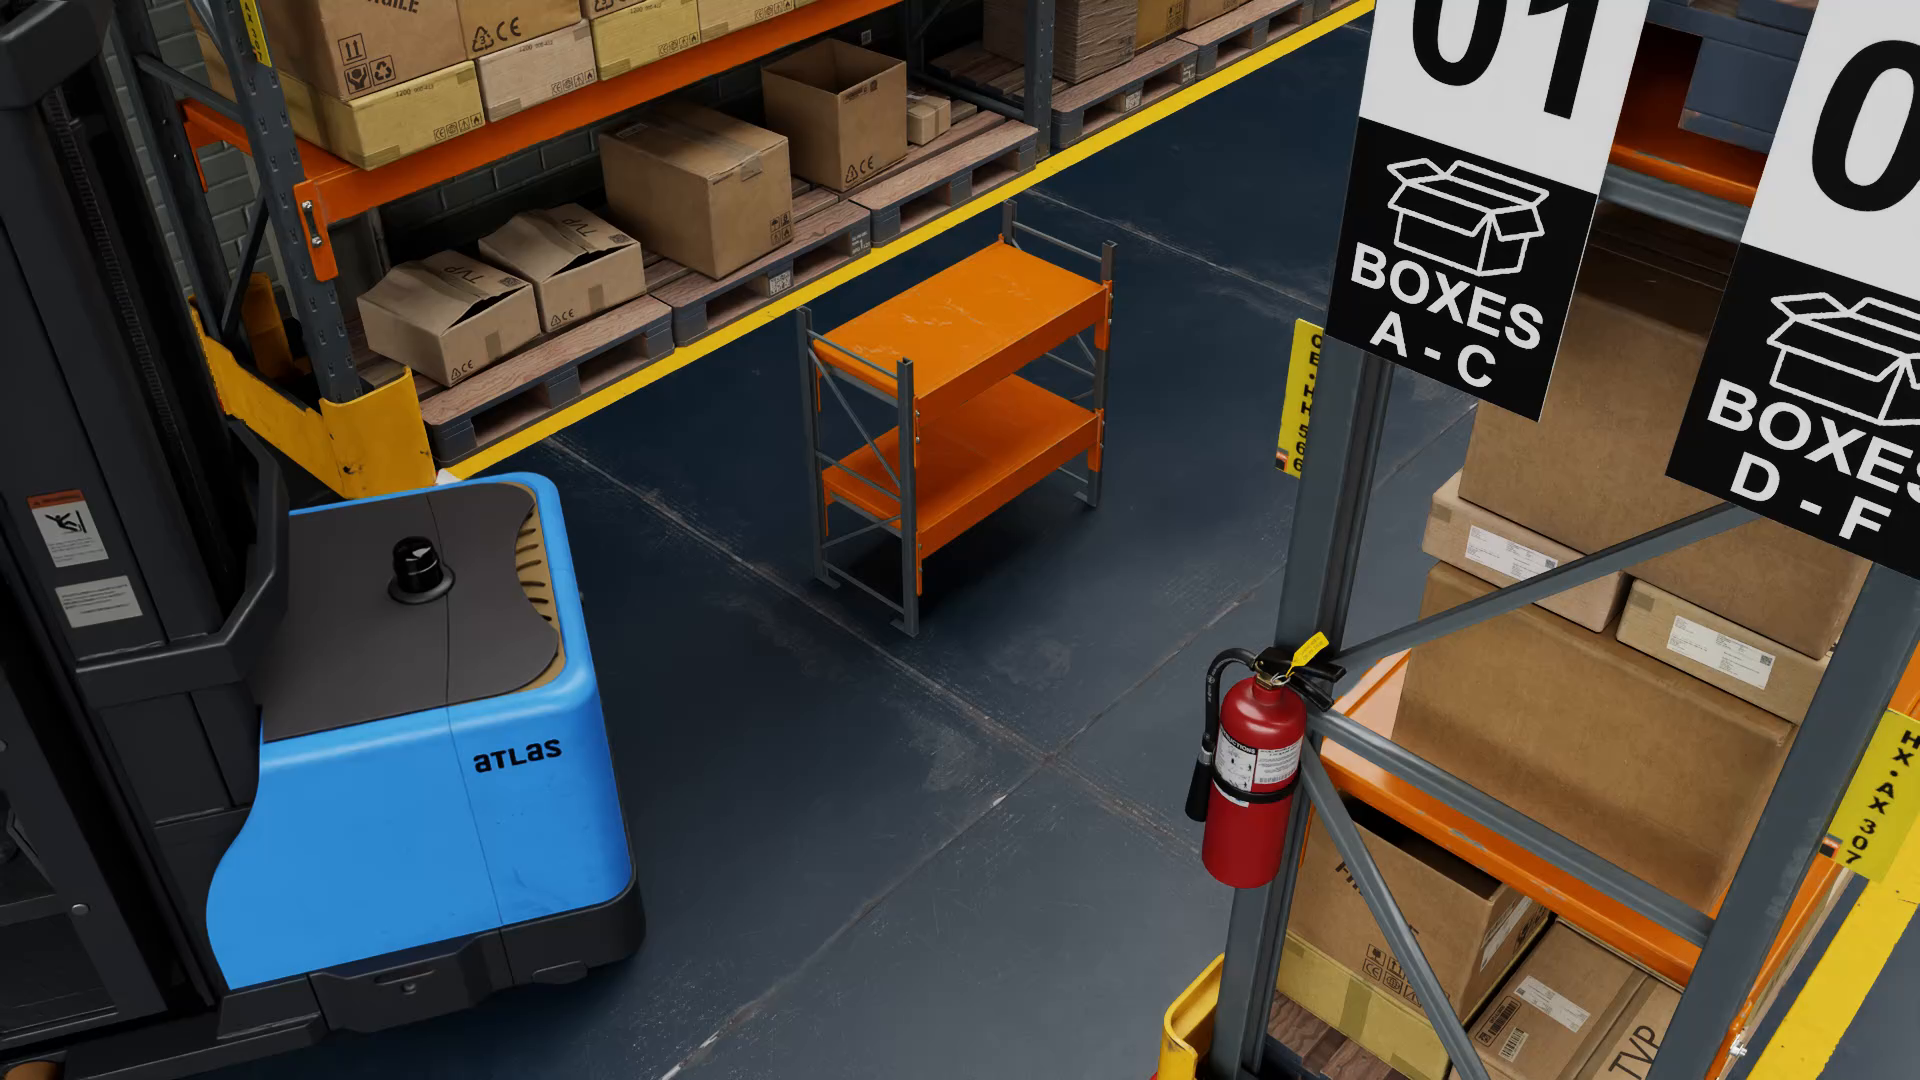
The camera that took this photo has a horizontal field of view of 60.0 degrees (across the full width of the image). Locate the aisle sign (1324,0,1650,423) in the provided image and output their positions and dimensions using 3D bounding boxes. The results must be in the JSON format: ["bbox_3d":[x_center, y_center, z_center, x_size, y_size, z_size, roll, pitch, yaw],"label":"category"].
[{"bbox_3d":[0.765,-0.576,2.476,0.394,0.787,0.004,30,47,32],"label":"aisle sign"}]

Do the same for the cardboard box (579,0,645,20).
[{"bbox_3d":[-1.395,-2.337,6.281,0.500,0.500,0.500,28,46,31],"label":"cardboard box"}]

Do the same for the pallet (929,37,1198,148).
[{"bbox_3d":[0.590,-2.648,9.411,1.003,0.211,1.213,30,47,32],"label":"pallet"}]

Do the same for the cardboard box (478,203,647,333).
[{"bbox_3d":[-1.715,-1.205,7.163,0.500,0.311,0.500,-30,47,-32],"label":"cardboard box"}]

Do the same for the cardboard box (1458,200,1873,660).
[{"bbox_3d":[1.387,-0.246,3.026,0.700,0.500,0.500,30,47,32],"label":"cardboard box"}]

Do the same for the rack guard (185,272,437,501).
[{"bbox_3d":[-2.581,-0.600,6.603,1.175,0.500,0.348,30,47,32],"label":"rack guard"}]

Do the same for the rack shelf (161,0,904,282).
[{"bbox_3d":[-1.283,-2.181,7.161,1.077,0.370,4.000,30,47,32],"label":"rack shelf"}]

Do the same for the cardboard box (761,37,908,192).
[{"bbox_3d":[-0.605,-2.081,8.112,0.500,0.500,0.500,26,45,29],"label":"cardboard box"}]

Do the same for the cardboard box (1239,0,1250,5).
[{"bbox_3d":[1.570,-3.632,10.063,0.700,0.500,0.500,29,47,32],"label":"cardboard box"}]

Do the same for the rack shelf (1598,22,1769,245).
[{"bbox_3d":[2.376,-1.277,3.613,1.077,0.370,4.000,30,47,32],"label":"rack shelf"}]

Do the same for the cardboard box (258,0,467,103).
[{"bbox_3d":[-2.089,-1.879,5.705,0.500,0.500,0.500,30,47,32],"label":"cardboard box"}]

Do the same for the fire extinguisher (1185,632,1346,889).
[{"bbox_3d":[0.604,0.424,3.369,0.296,0.674,0.183,30,47,32],"label":"fire extinguisher"}]

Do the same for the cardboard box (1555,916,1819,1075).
[{"bbox_3d":[1.887,1.062,4.376,0.500,0.250,0.500,30,47,32],"label":"cardboard box"}]

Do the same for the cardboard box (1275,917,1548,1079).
[{"bbox_3d":[1.170,1.076,4.358,0.500,0.250,0.500,30,47,32],"label":"cardboard box"}]

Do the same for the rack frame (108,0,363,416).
[{"bbox_3d":[-2.633,-1.544,5.781,1.000,3.000,0.127,30,47,32],"label":"rack frame"}]

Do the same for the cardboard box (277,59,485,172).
[{"bbox_3d":[-2.069,-1.584,5.936,0.500,0.250,0.500,28,46,31],"label":"cardboard box"}]

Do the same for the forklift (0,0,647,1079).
[{"bbox_3d":[-2.468,0.038,3.847,3.031,2.935,1.130,-11,40,-13],"label":"forklift"}]

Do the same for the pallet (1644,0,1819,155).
[{"bbox_3d":[1.523,-0.919,2.656,1.003,0.211,1.213,30,47,32],"label":"pallet"}]

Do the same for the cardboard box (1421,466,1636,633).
[{"bbox_3d":[1.144,-0.014,3.256,0.380,0.149,0.250,29,47,31],"label":"cardboard box"}]

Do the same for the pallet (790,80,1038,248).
[{"bbox_3d":[-0.361,-1.966,8.553,1.003,0.211,1.213,30,47,32],"label":"pallet"}]

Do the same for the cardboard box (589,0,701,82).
[{"bbox_3d":[-1.381,-2.060,6.535,0.500,0.250,0.500,29,47,31],"label":"cardboard box"}]

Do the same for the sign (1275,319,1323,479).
[{"bbox_3d":[0.635,-0.245,3.028,0.100,0.325,0.005,30,47,32],"label":"sign"}]

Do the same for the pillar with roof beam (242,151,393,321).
[{"bbox_3d":[0.379,-2.769,2.502,9.100,9.000,0.400,30,47,32],"label":"pillar with roof beam"}]

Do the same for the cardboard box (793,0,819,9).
[{"bbox_3d":[-0.700,-2.523,7.117,0.500,0.250,0.500,29,47,32],"label":"cardboard box"}]

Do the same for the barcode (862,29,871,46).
[{"bbox_3d":[-0.476,-2.553,8.448,0.001,0.075,0.075,30,47,32],"label":"barcode"}]

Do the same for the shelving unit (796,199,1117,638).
[{"bbox_3d":[0.005,-0.443,5.904,0.538,1.125,1.048,30,47,32],"label":"shelving unit"}]

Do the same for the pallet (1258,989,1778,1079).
[{"bbox_3d":[1.511,1.257,4.499,1.003,0.211,1.213,30,47,32],"label":"pallet"}]

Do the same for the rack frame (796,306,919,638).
[{"bbox_3d":[-0.338,-0.210,5.610,0.500,1.125,0.032,30,47,32],"label":"rack frame"}]

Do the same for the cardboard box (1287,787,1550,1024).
[{"bbox_3d":[1.169,0.782,4.126,0.500,0.500,0.500,30,47,32],"label":"cardboard box"}]

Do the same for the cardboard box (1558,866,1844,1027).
[{"bbox_3d":[1.888,0.770,4.141,0.500,0.500,0.500,30,47,32],"label":"cardboard box"}]

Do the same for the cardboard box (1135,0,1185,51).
[{"bbox_3d":[0.862,-3.179,9.492,0.700,0.500,0.500,29,47,31],"label":"cardboard box"}]

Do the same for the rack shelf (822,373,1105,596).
[{"bbox_3d":[0.005,-0.252,6.056,0.538,0.278,1.000,30,47,32],"label":"rack shelf"}]
